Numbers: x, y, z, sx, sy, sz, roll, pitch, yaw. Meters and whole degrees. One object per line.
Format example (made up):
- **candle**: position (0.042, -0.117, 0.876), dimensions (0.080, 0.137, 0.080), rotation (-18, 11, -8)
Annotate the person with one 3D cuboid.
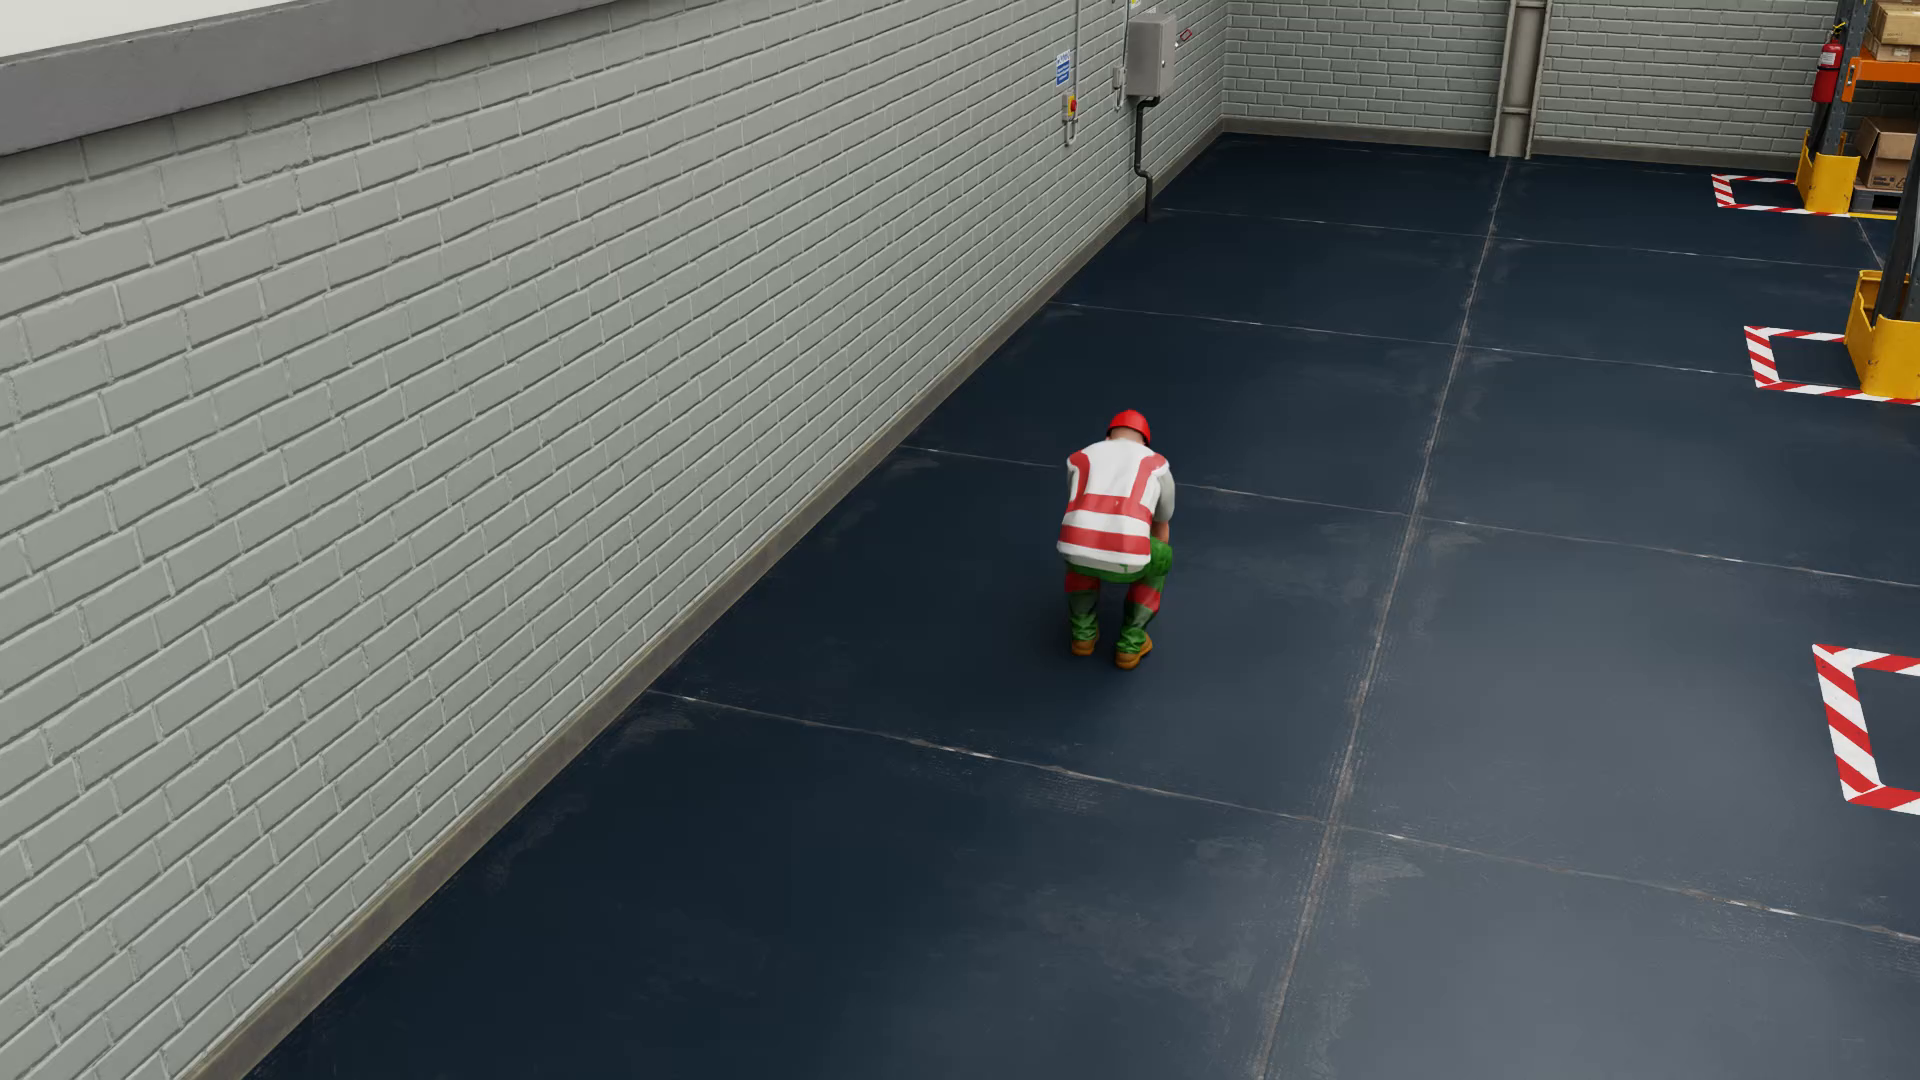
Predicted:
- **person**: position (0.703, 0.005, 7.507), dimensions (0.533, 0.988, 0.920), rotation (8, 27, 16)
